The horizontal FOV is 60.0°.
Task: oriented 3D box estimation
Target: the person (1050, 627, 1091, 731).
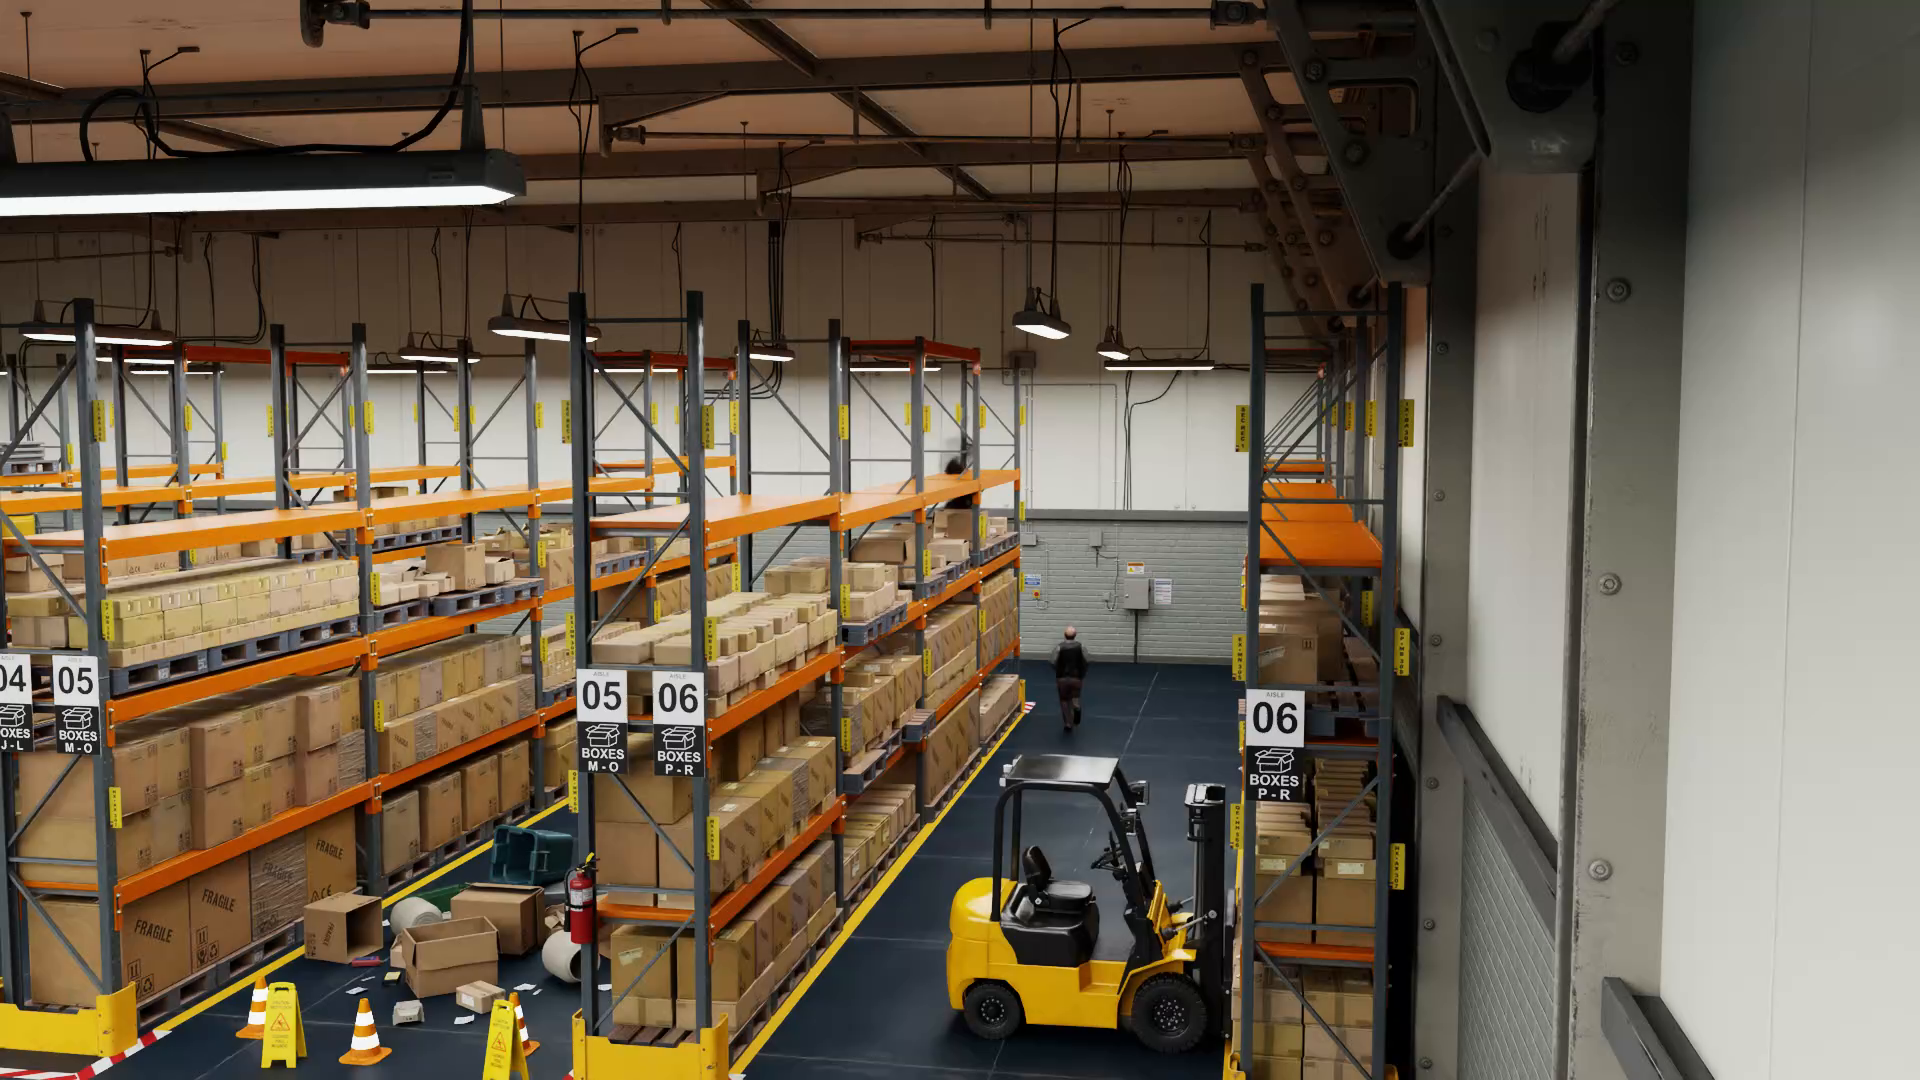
[{"bbox_3d":[1.747,2.237,26.416,0.659,1.627,0.586,0,5,-2],"label":"person"}]
